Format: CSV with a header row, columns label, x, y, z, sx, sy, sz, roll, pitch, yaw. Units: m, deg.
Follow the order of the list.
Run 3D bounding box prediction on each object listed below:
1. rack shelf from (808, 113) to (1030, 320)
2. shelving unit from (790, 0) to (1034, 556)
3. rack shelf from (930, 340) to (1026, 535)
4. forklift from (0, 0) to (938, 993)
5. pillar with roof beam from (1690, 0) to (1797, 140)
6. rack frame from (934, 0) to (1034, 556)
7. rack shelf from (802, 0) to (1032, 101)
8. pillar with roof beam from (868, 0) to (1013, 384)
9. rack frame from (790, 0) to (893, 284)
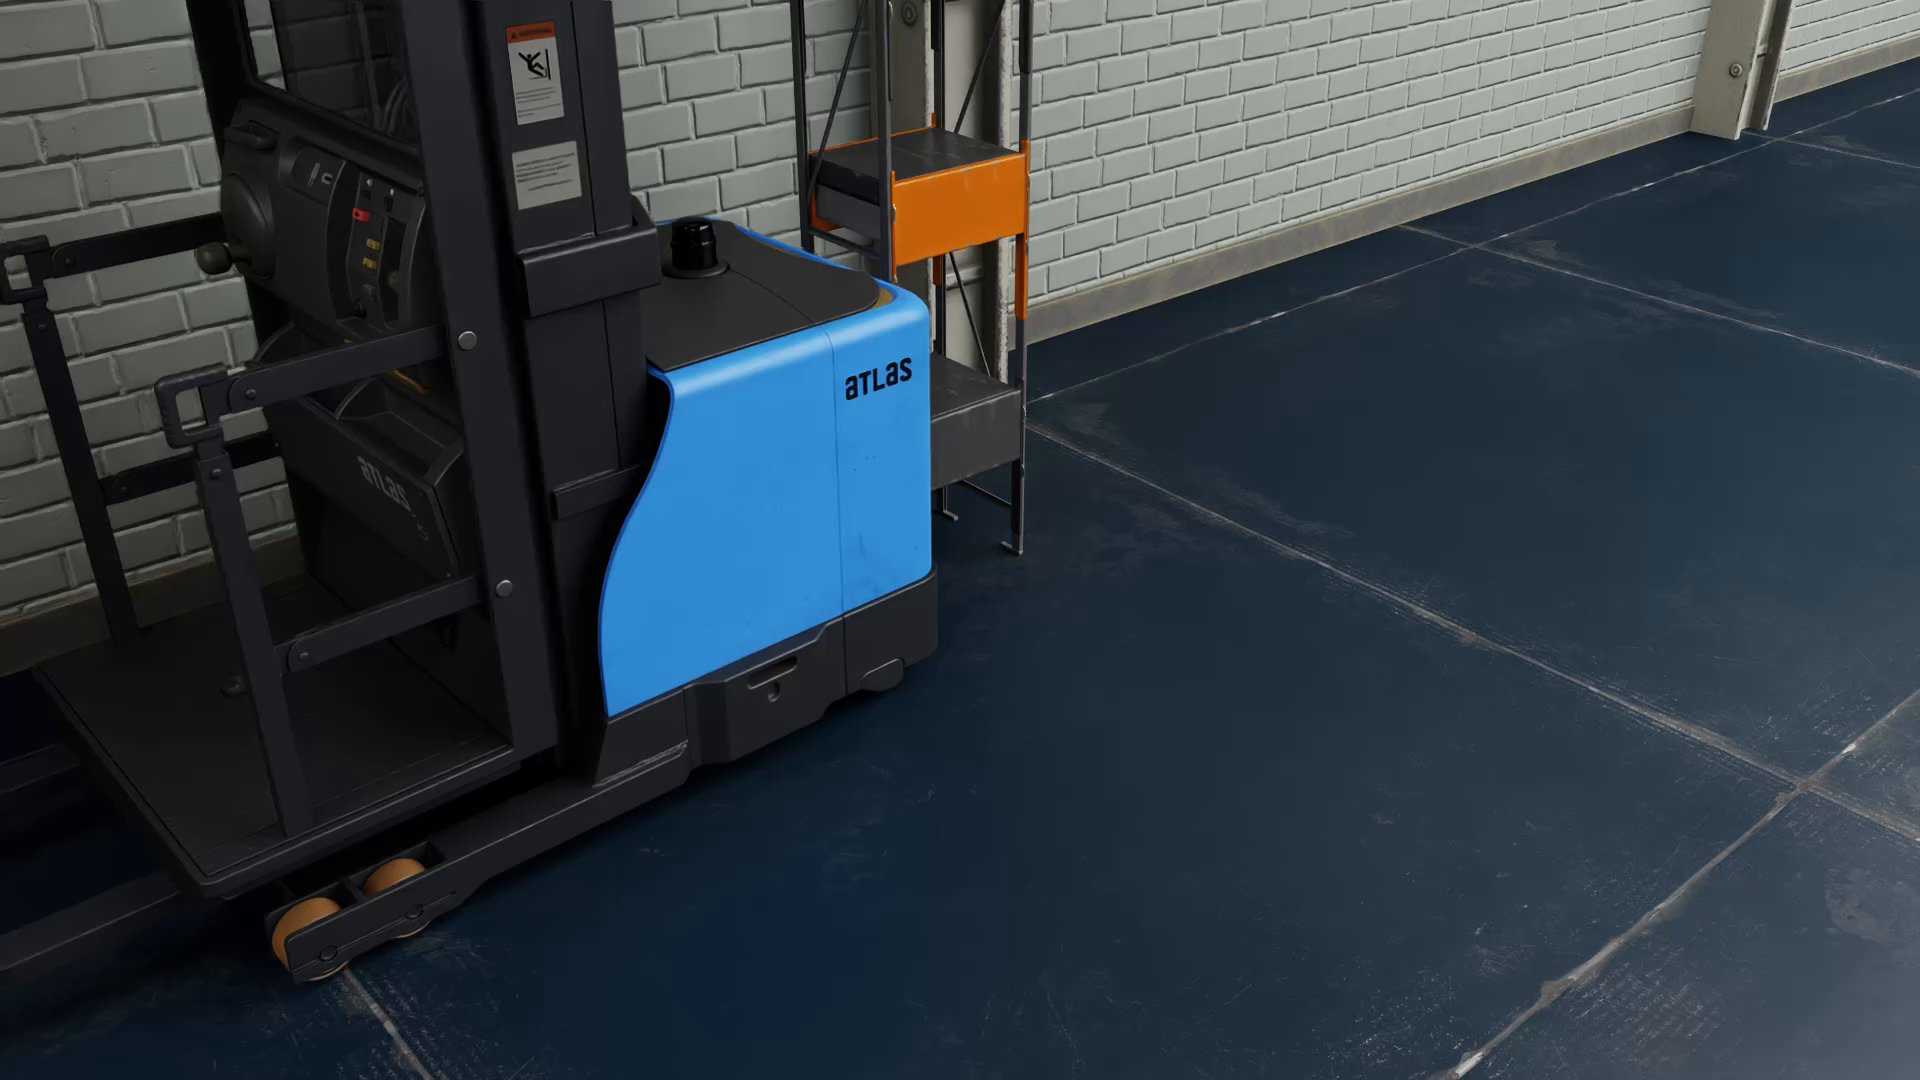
label,x,y,z,sx,sy,sz,roll,pitch,yaw
rack shelf,-0.126,-0.863,4.667,0.480,0.518,0.431,-22,35,-35
shelving unit,-0.126,-0.875,4.660,0.503,2.100,0.431,-22,35,-35
rack shelf,-0.126,-0.246,4.997,0.480,0.518,0.431,-22,35,-35
forklift,-1.488,-0.643,3.343,3.031,2.935,1.130,-23,36,-37
pillar with roof beam,7.293,-4.839,4.758,0.400,9.000,9.100,-22,35,-35
rack frame,0.060,-0.950,4.800,0.015,2.100,0.400,-22,35,-35
rack shelf,-0.126,-1.481,4.337,0.480,0.518,0.431,-22,35,-35
pillar with roof beam,2.729,-3.004,1.324,0.400,9.000,9.100,-22,35,-35
rack frame,-0.312,-0.801,4.521,0.015,2.100,0.400,-22,35,-35
